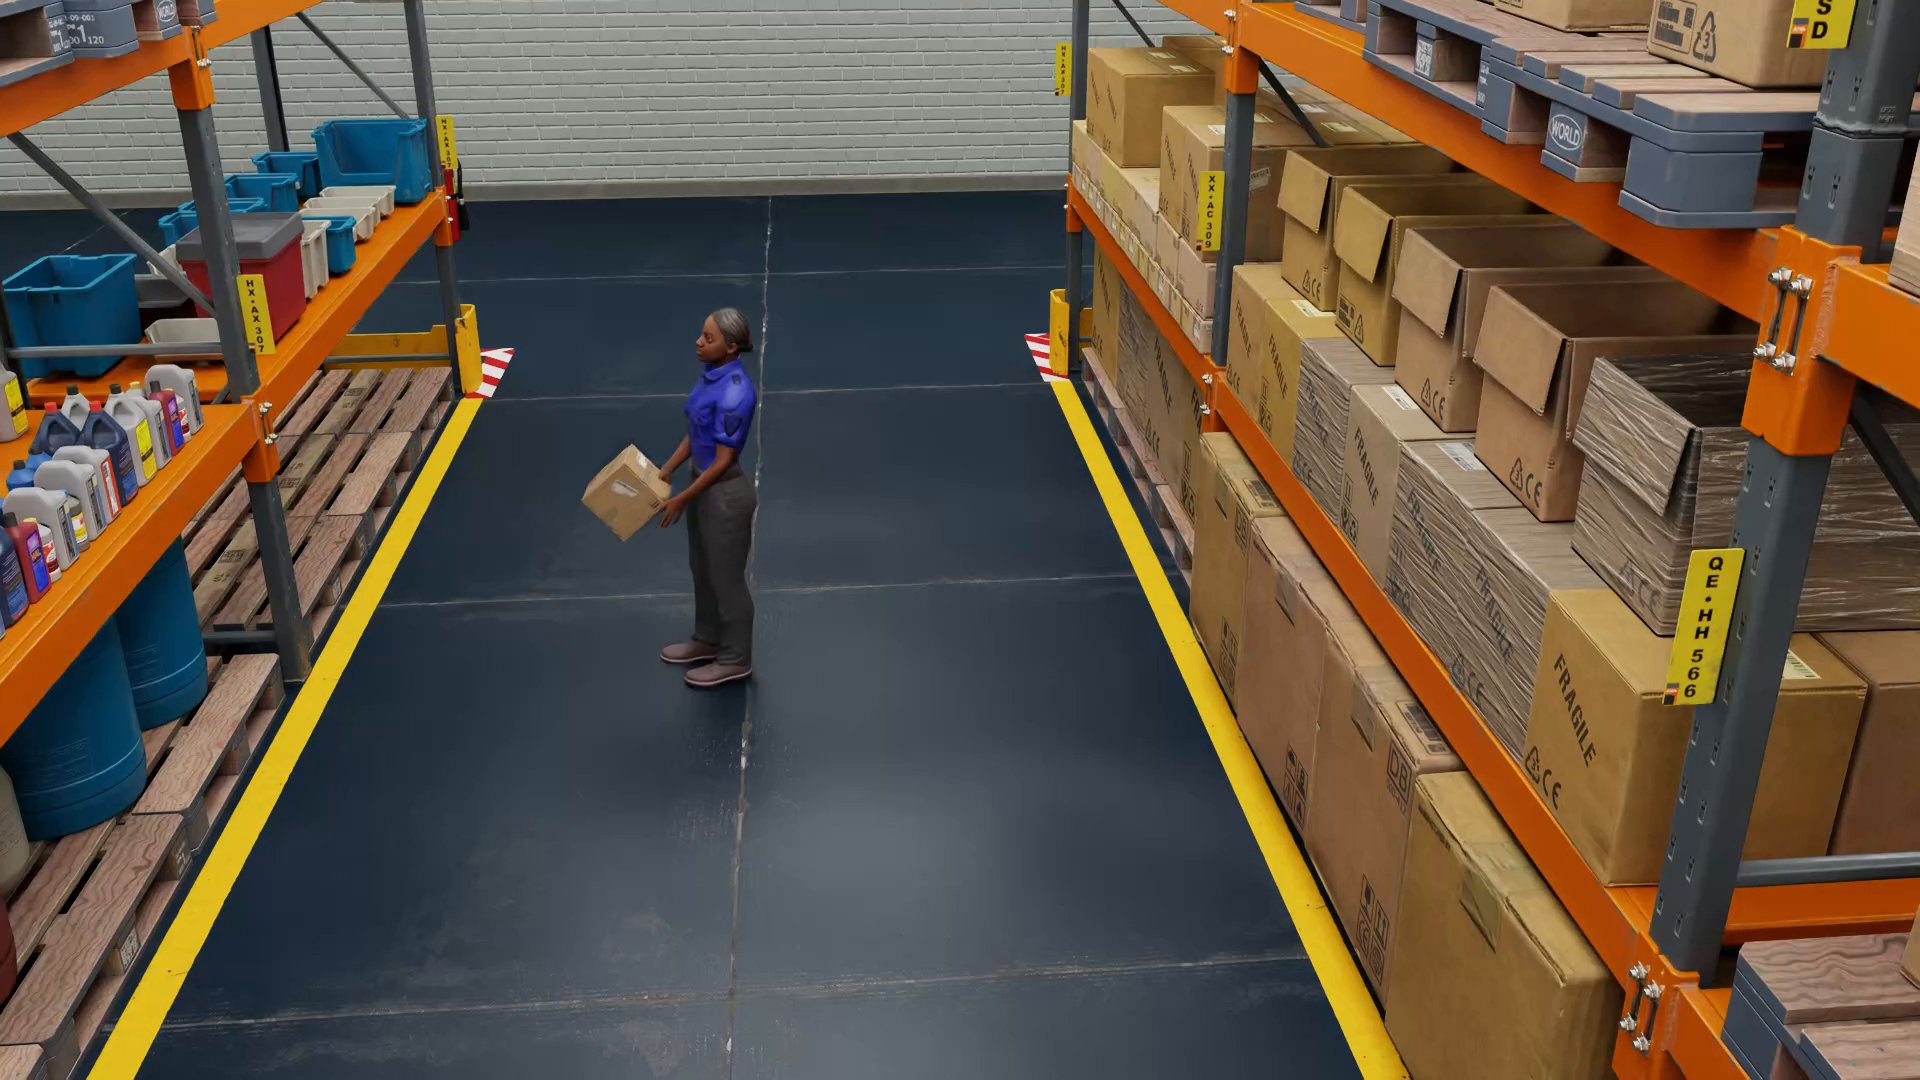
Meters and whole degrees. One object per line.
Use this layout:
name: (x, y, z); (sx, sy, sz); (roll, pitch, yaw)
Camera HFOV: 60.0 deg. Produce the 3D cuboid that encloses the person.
person: (-1.064, -0.169, 6.982); (0.463, 1.659, 0.518); (-8, 25, -18)
